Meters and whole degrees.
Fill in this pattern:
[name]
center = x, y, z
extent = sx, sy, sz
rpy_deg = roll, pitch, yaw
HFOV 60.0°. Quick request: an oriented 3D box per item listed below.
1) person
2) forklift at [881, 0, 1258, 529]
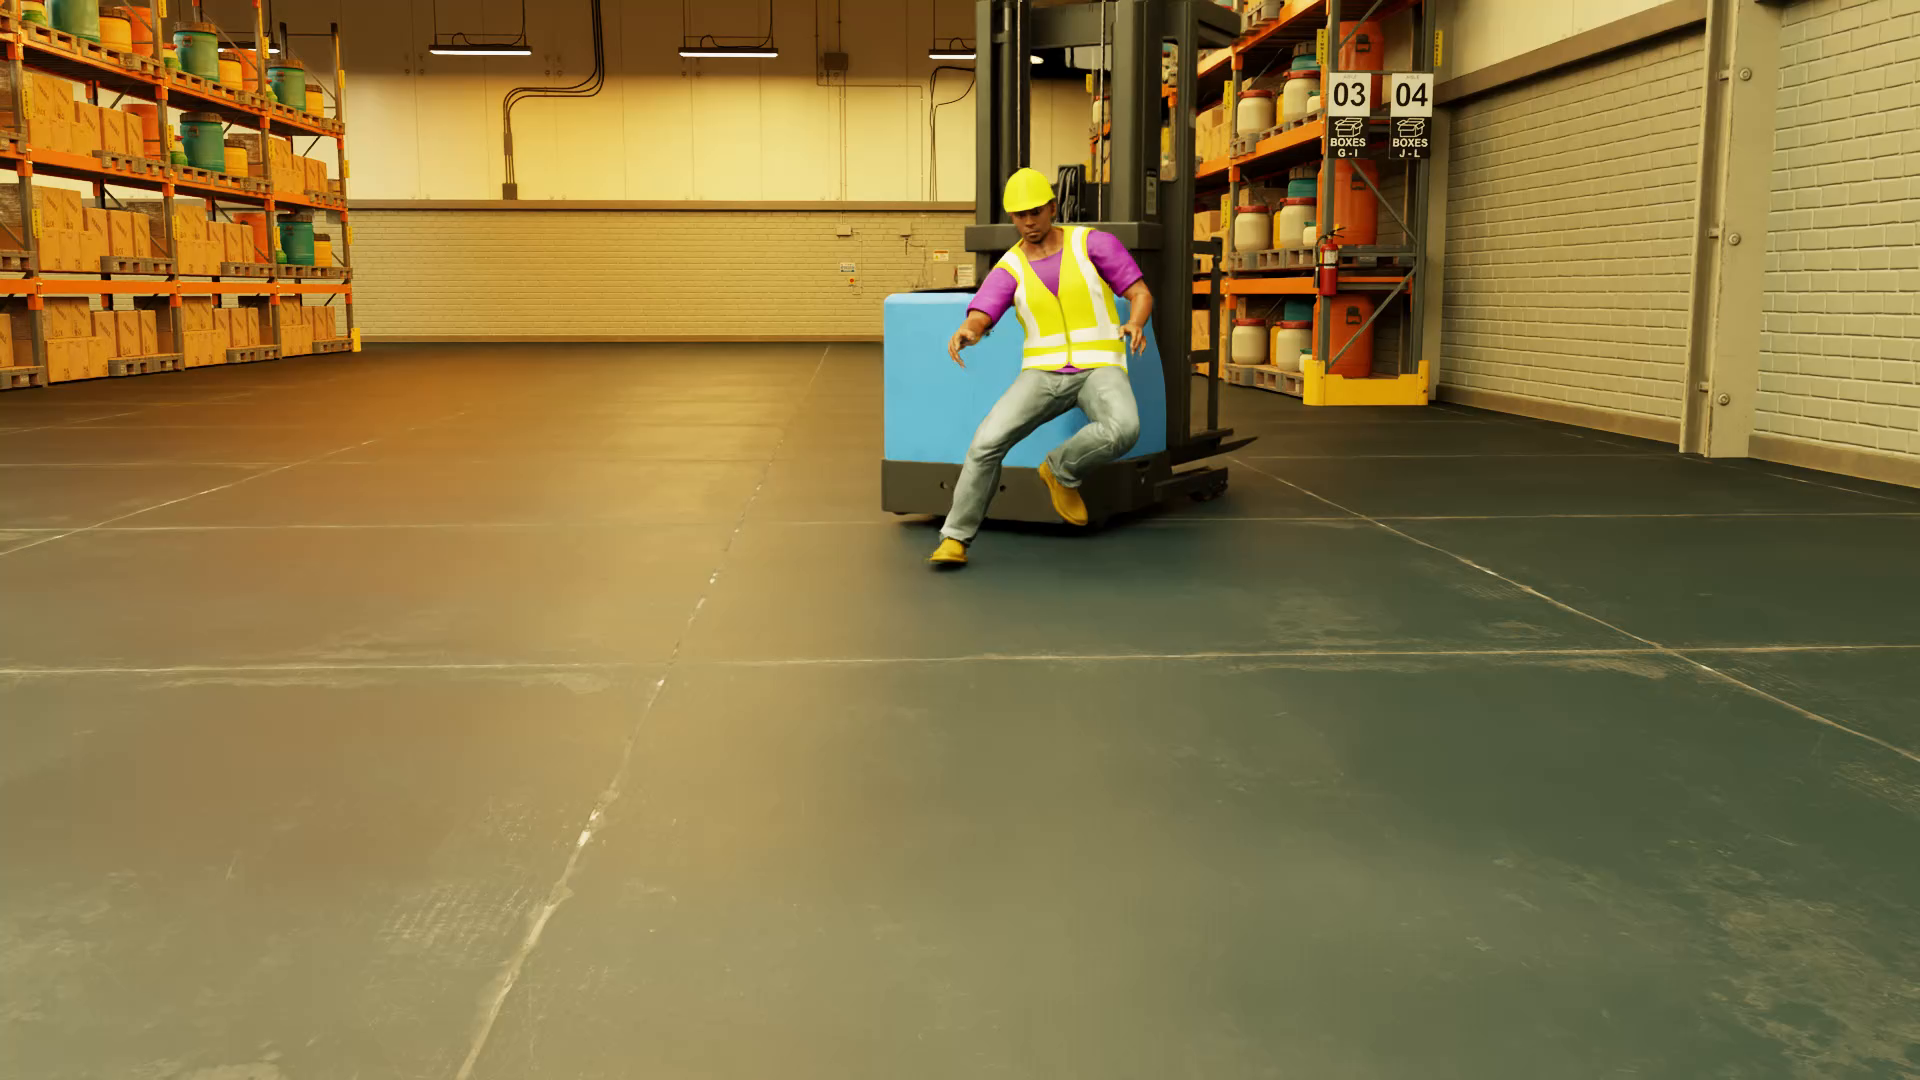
[person]
center = 0.323, -0.673, 6.534
extent = 0.836, 1.572, 0.808
rpy_deg = 2, 9, 10
[forklift]
center = 0.773, -1.675, 8.614
extent = 1.130, 2.935, 3.031
rpy_deg = 4, 10, 28
